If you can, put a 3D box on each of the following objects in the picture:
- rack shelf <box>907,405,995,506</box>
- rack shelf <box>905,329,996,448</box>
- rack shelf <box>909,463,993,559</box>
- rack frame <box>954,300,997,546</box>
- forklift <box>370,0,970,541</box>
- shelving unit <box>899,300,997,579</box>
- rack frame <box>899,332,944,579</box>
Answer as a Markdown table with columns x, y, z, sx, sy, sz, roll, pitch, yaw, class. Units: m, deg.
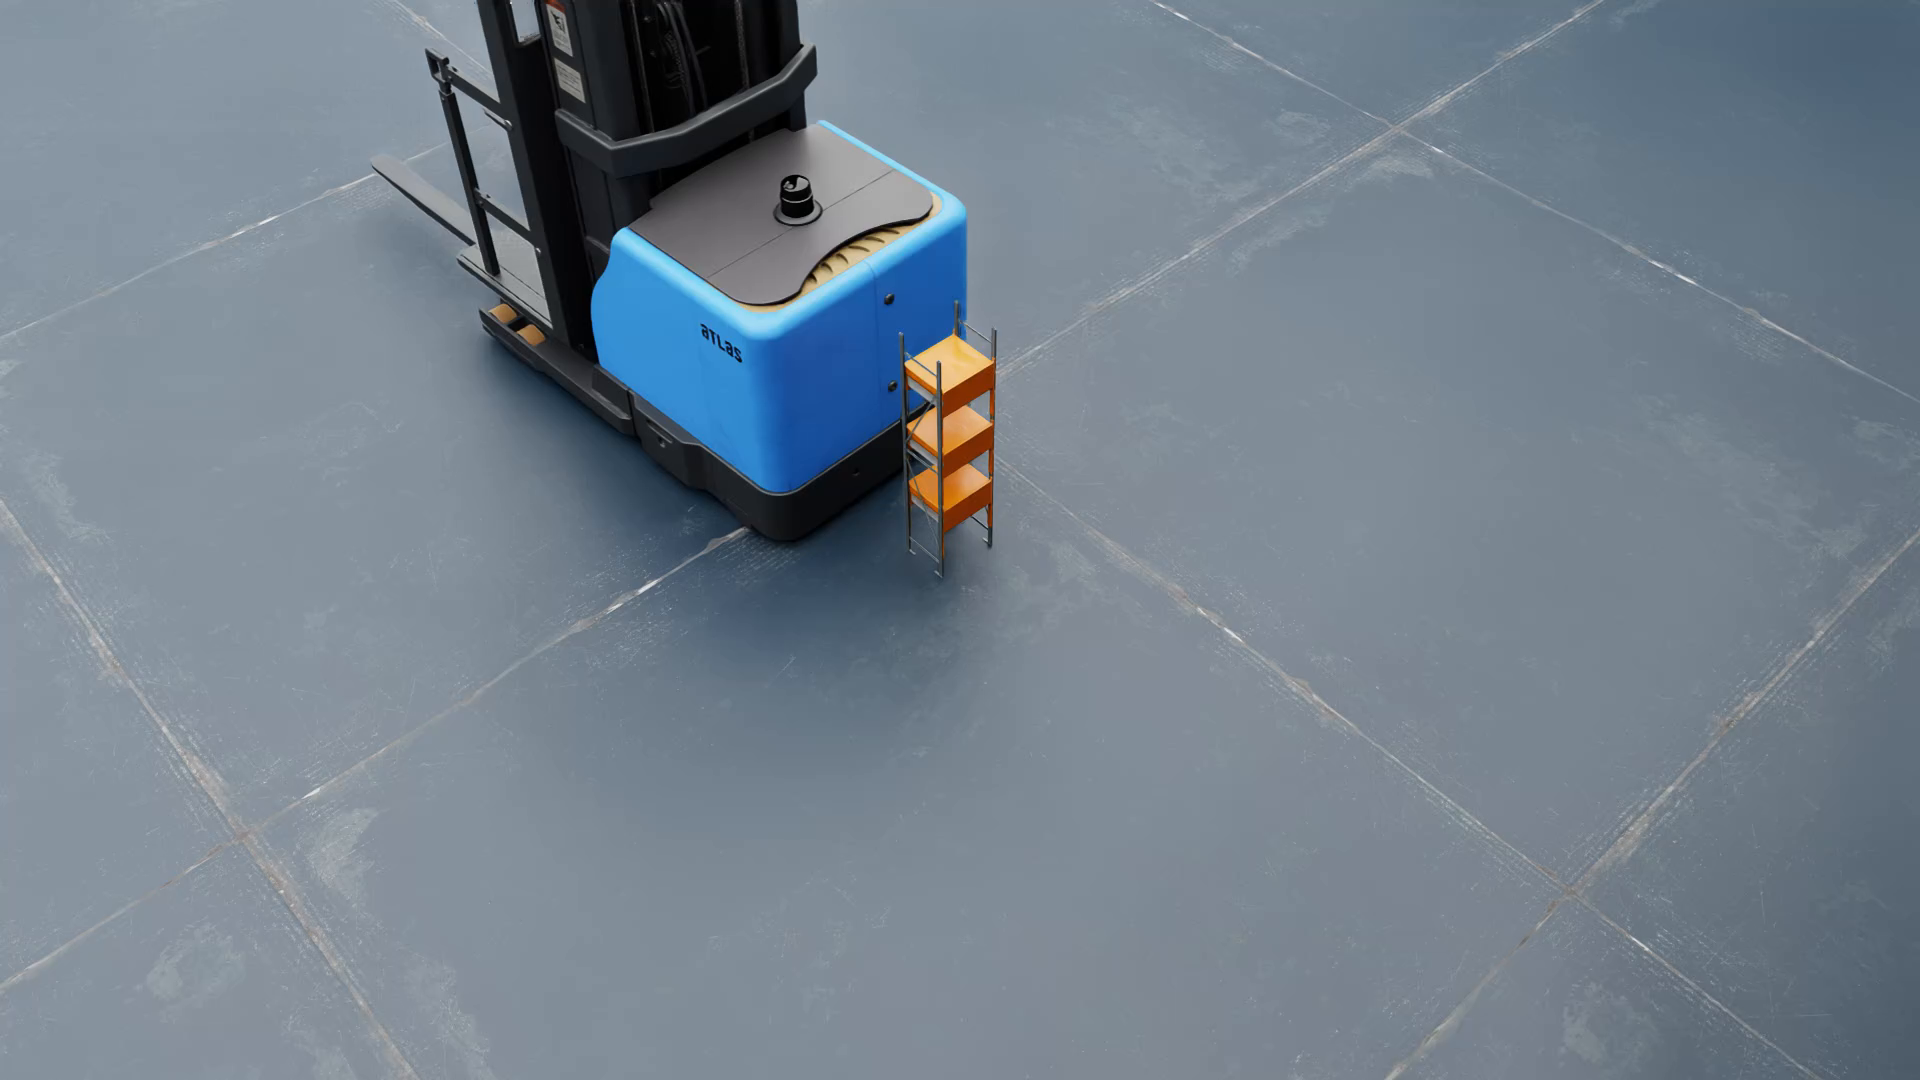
| x | y | z | sx | sy | sz | roll | pitch | yaw | class |
| --- | --- | --- | --- | --- | --- | --- | --- | --- | --- |
| -0.040 | -0.322 | 5.848 | 0.240 | 0.259 | 0.215 | -34 | 56 | -27 | rack shelf |
| -0.040 | -0.515 | 5.639 | 0.240 | 0.259 | 0.215 | -34 | 56 | -27 | rack shelf |
| -0.040 | -0.134 | 6.052 | 0.240 | 0.259 | 0.215 | -34 | 56 | -27 | rack shelf |
| 0.051 | -0.390 | 5.895 | 0.008 | 1.050 | 0.200 | -34 | 56 | -27 | rack frame |
| -1.363 | -1.964 | 6.068 | 3.031 | 2.935 | 1.130 | 36 | 57 | 28 | forklift |
| -0.040 | -0.330 | 5.840 | 0.252 | 1.050 | 0.215 | -34 | 56 | -27 | shelving unit |
| -0.130 | -0.269 | 5.784 | 0.008 | 1.050 | 0.200 | -34 | 56 | -27 | rack frame |
